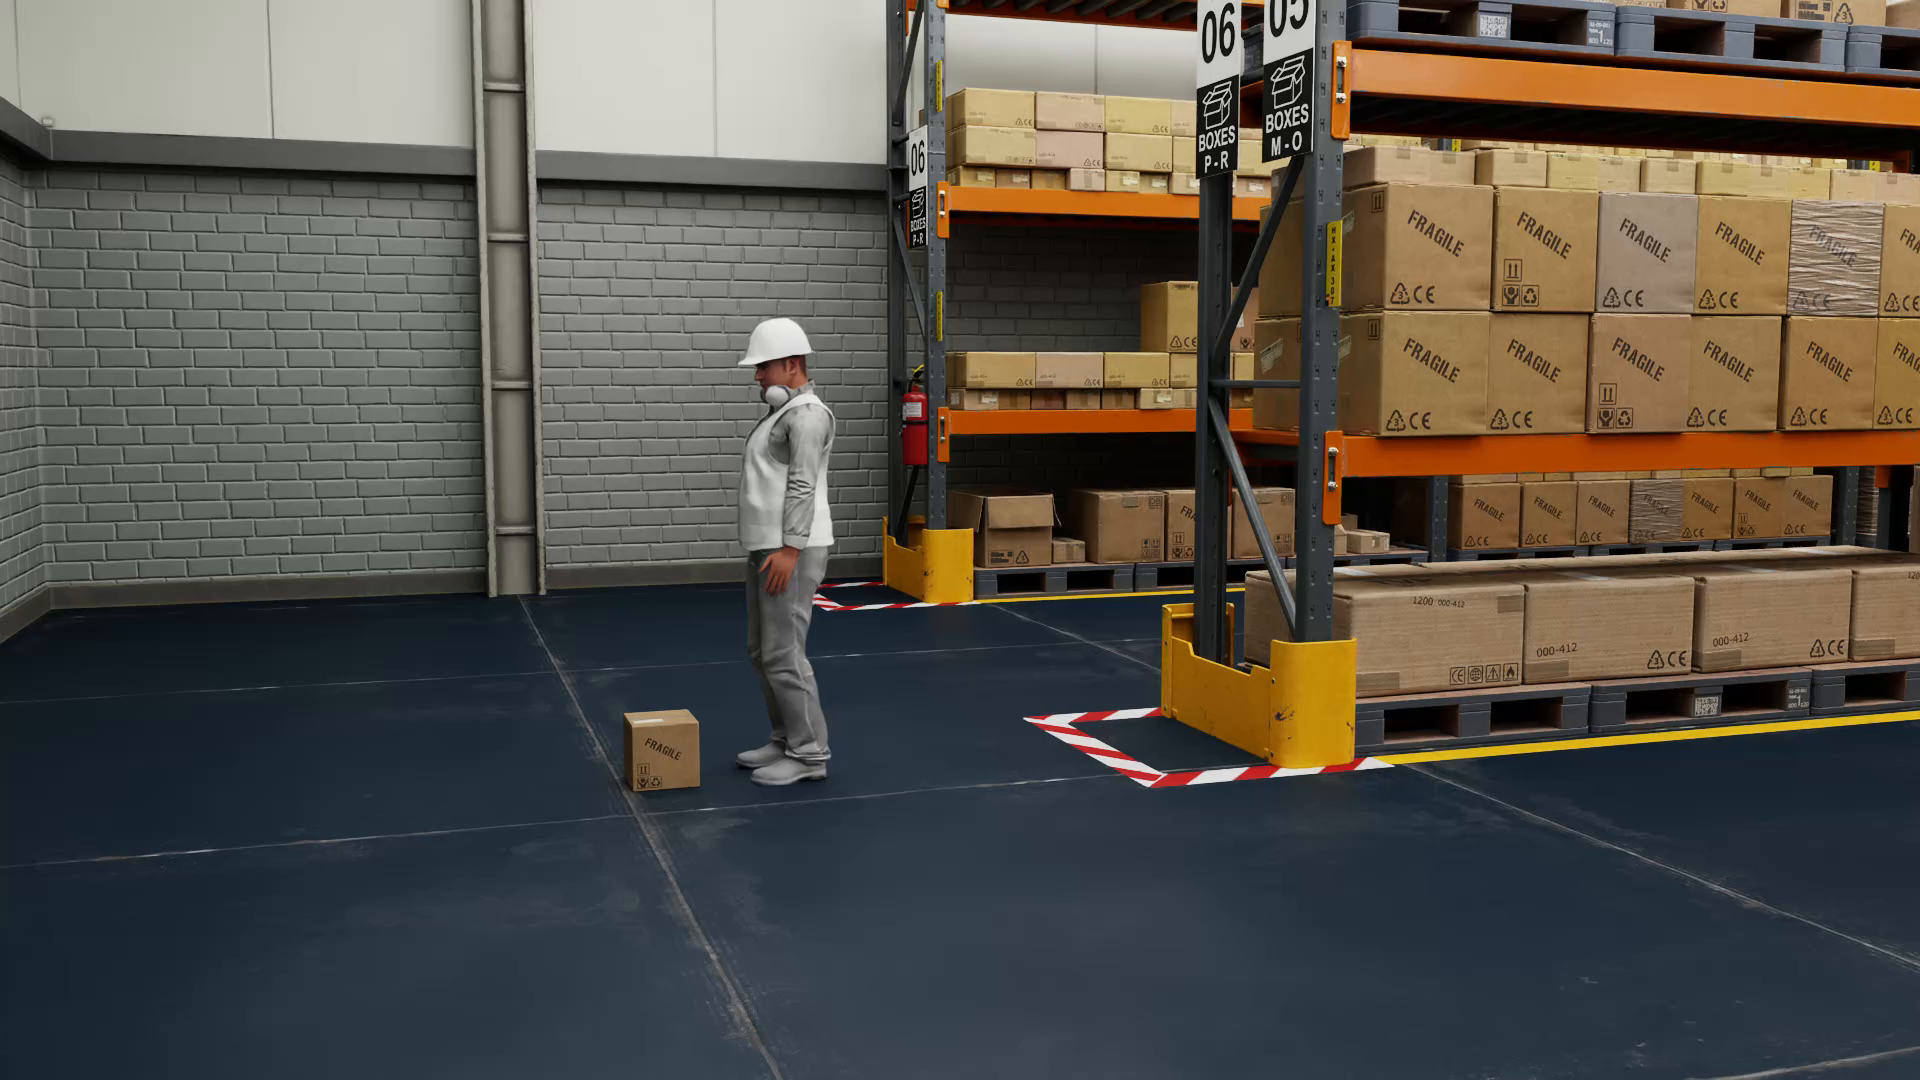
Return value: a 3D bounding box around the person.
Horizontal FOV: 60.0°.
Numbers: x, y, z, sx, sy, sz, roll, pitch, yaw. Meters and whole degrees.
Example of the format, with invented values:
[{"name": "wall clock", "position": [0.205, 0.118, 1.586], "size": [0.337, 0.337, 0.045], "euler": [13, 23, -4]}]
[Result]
[{"name": "person", "position": [-0.674, 0.037, 6.400], "size": [0.356, 1.767, 0.515], "euler": [-2, 6, -18]}]
